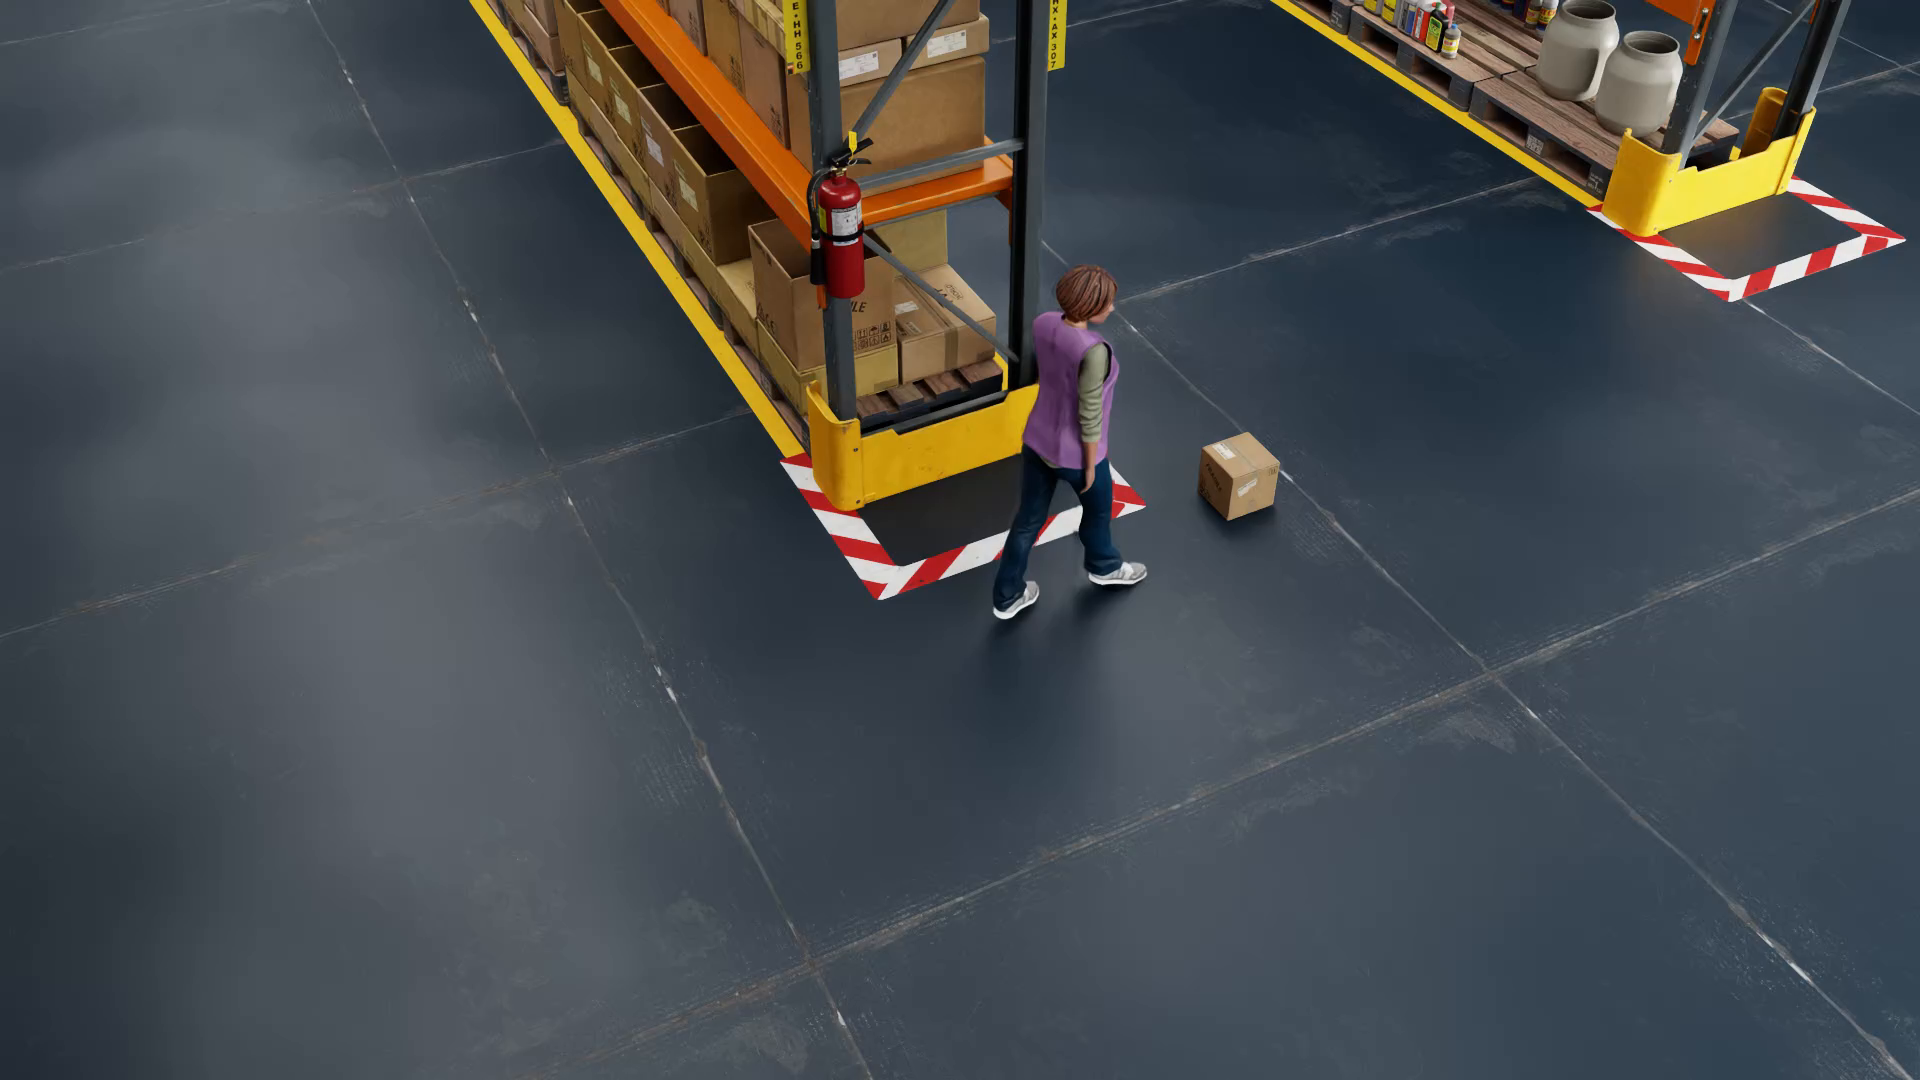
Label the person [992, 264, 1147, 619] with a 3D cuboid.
[{"bbox_3d":[0.421,-0.373,6.578,0.732,1.589,0.427,-30,50,-29],"label":"person"}]
